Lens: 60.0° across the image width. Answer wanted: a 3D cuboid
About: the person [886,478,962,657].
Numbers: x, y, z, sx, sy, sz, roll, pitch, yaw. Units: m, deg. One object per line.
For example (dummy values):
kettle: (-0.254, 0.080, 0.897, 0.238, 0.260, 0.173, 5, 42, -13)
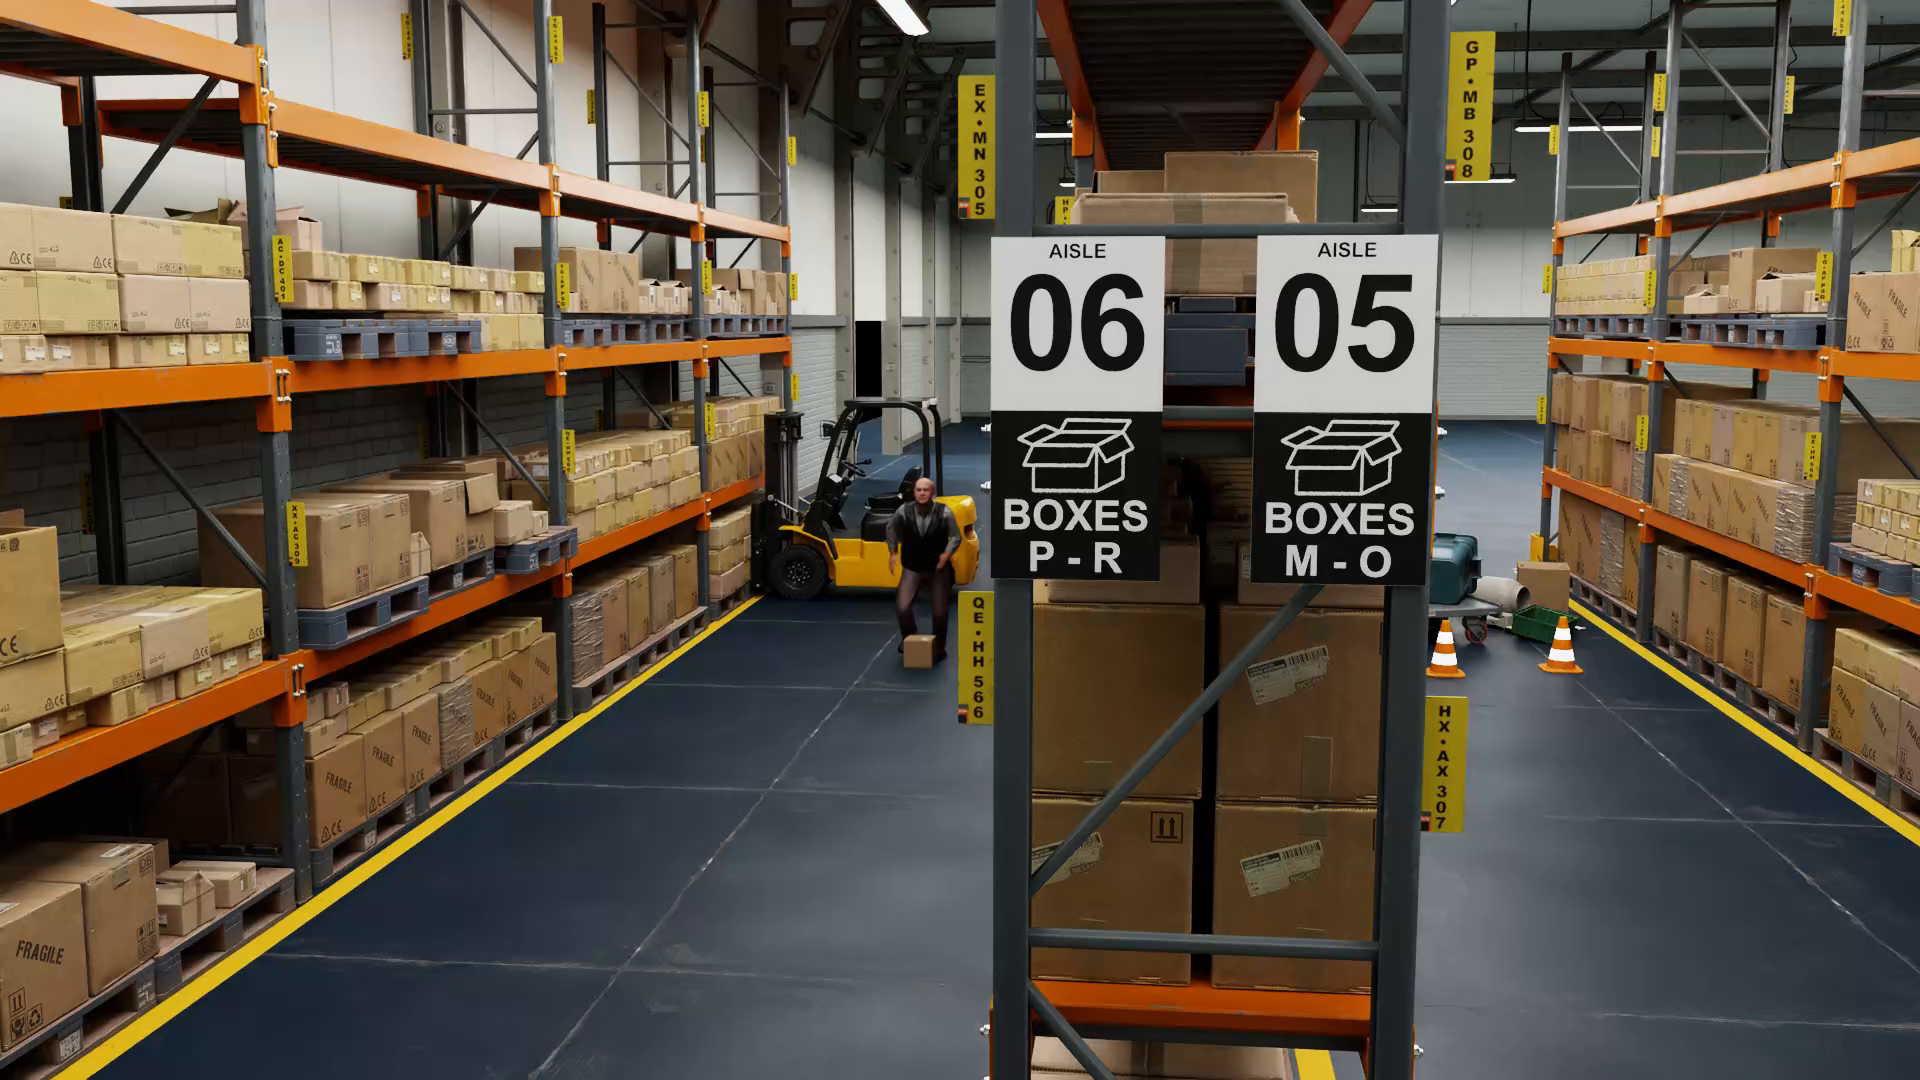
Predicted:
person: (-0.319, 0.258, 14.709, 0.682, 1.645, 0.738, 0, 8, 1)
